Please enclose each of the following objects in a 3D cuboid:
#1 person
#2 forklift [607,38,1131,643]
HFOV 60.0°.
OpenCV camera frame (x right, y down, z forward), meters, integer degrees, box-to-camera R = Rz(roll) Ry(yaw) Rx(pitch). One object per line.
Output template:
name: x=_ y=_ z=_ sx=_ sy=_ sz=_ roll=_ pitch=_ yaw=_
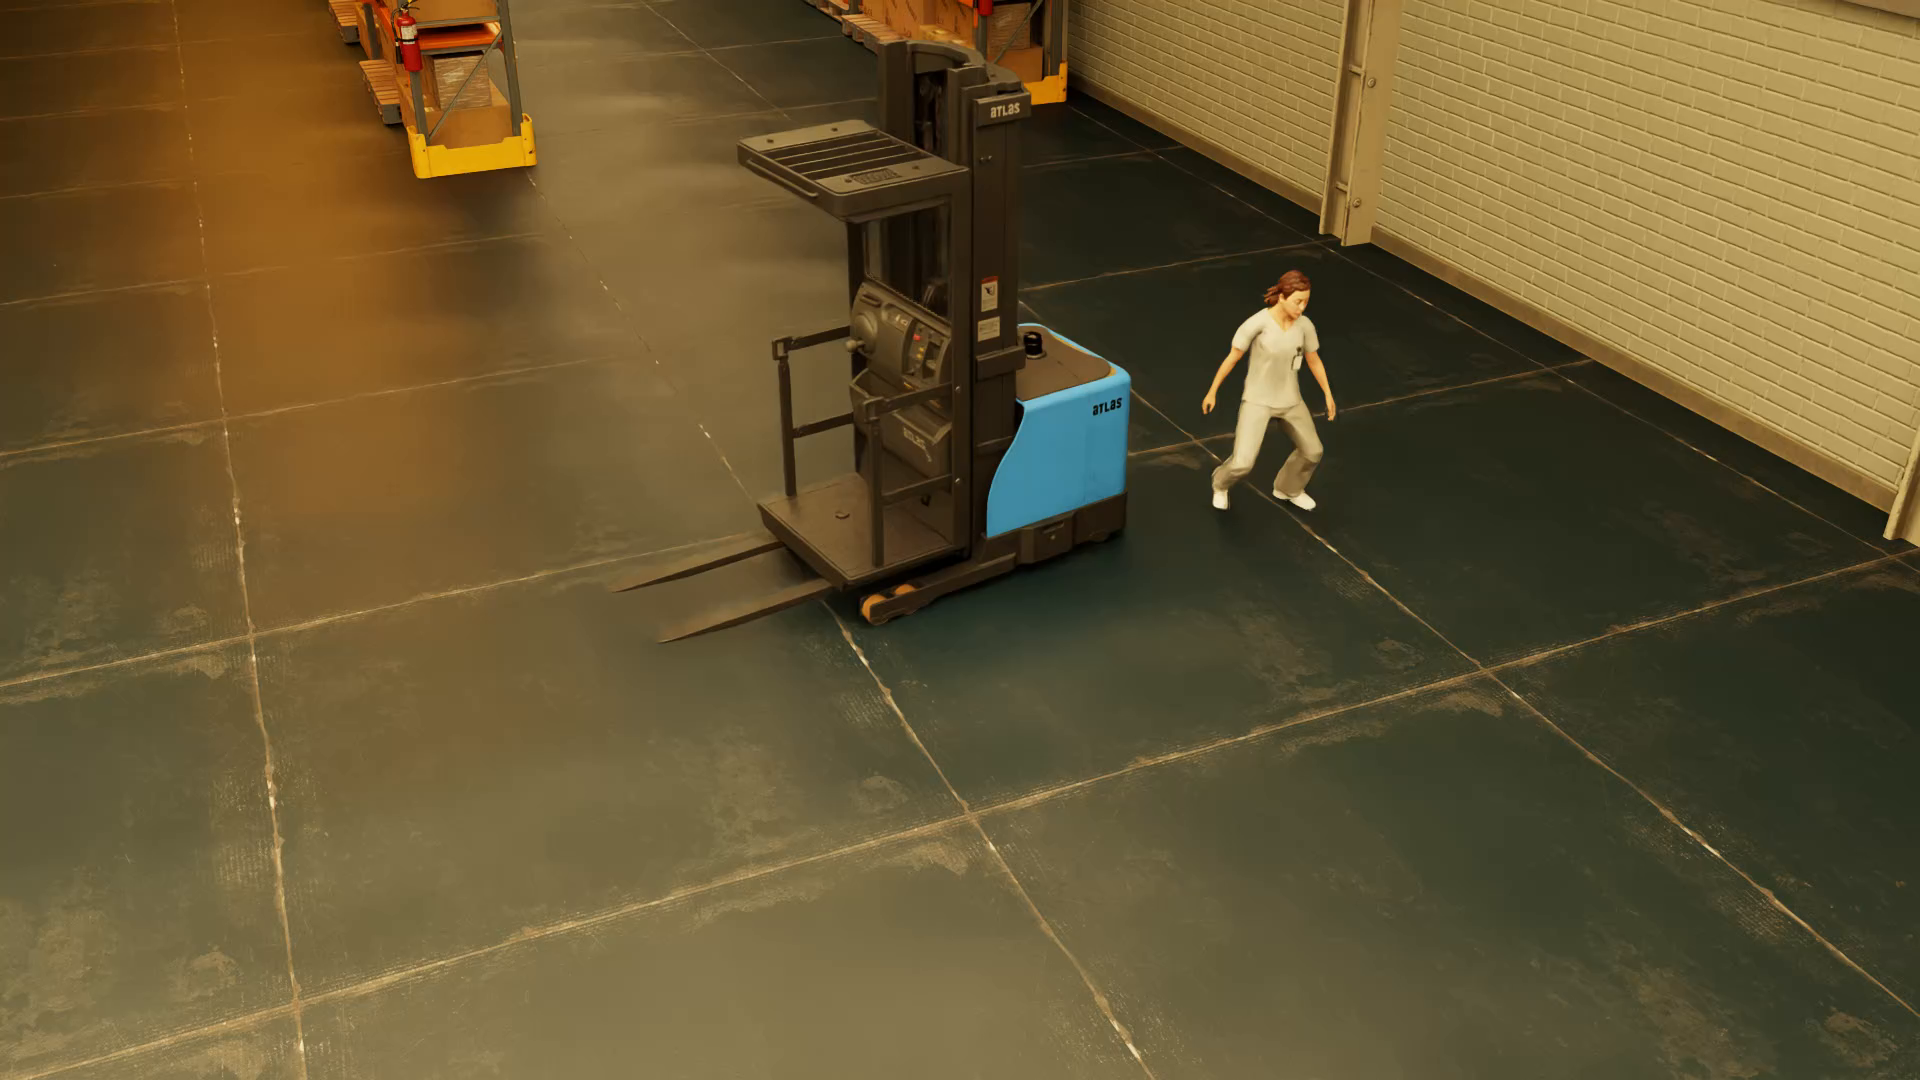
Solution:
person: x=1.863 y=-0.848 z=9.975 sx=0.798 sy=1.586 sz=0.483 roll=-6 pitch=30 yaw=-10
forklift: x=-0.504 y=-1.098 z=9.041 sx=3.031 sy=2.935 sz=1.130 roll=-18 pitch=35 yaw=-29
